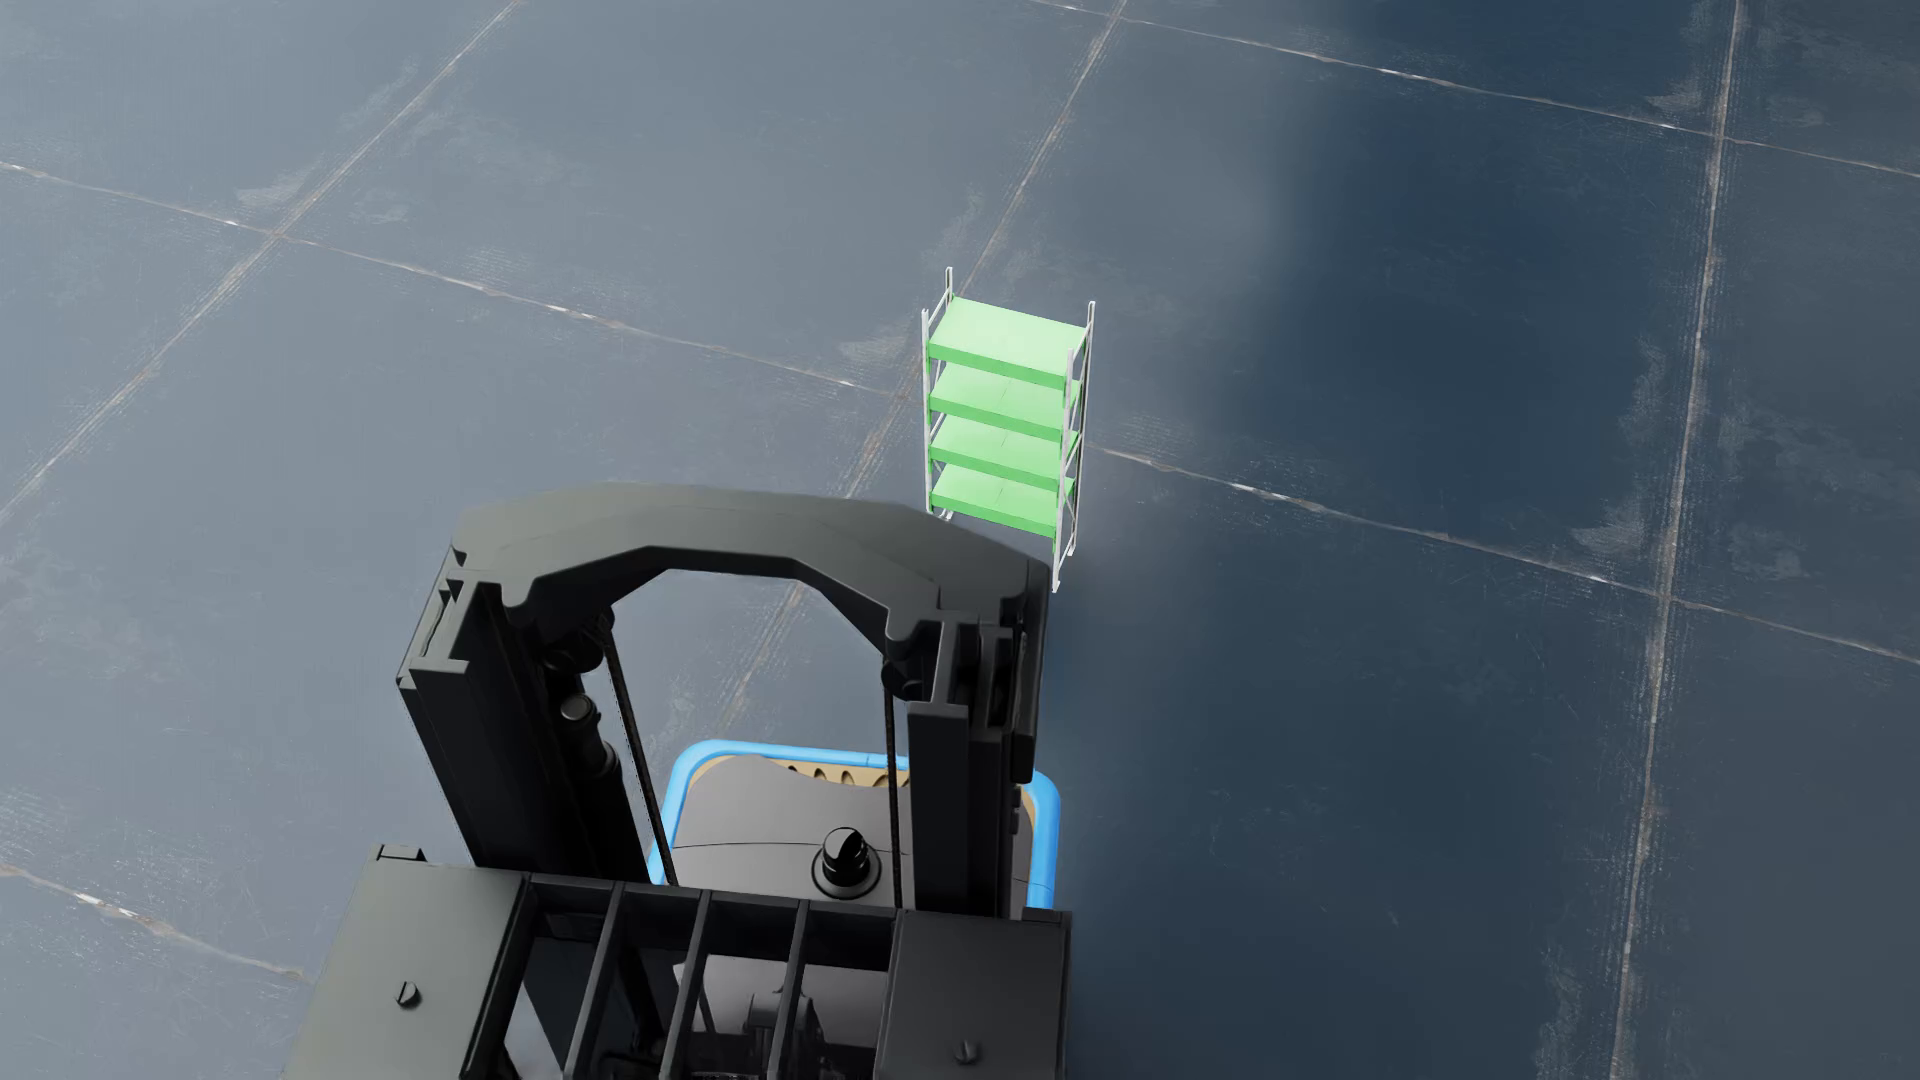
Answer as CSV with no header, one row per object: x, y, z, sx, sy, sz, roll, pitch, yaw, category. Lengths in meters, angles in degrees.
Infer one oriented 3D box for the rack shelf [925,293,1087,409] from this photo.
0.155,-0.622,5.445,0.480,0.148,0.258,16,51,13,rack shelf

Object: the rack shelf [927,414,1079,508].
0.155,-0.308,5.807,0.480,0.148,0.258,16,51,13,rack shelf

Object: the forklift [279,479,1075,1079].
-0.400,1.412,3.087,1.130,2.935,3.031,5,49,4,forklift

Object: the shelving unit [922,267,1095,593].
0.155,-0.350,5.759,0.503,1.200,0.258,16,51,13,shelving unit

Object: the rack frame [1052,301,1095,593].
0.384,-0.286,5.704,0.015,1.200,0.240,16,51,13,rack frame

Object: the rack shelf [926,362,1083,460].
0.155,-0.465,5.626,0.480,0.148,0.258,16,51,13,rack shelf

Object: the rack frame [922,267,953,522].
-0.074,-0.414,5.814,0.015,1.200,0.240,16,51,13,rack frame

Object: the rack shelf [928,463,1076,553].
0.155,-0.151,5.989,0.480,0.148,0.258,16,51,13,rack shelf
